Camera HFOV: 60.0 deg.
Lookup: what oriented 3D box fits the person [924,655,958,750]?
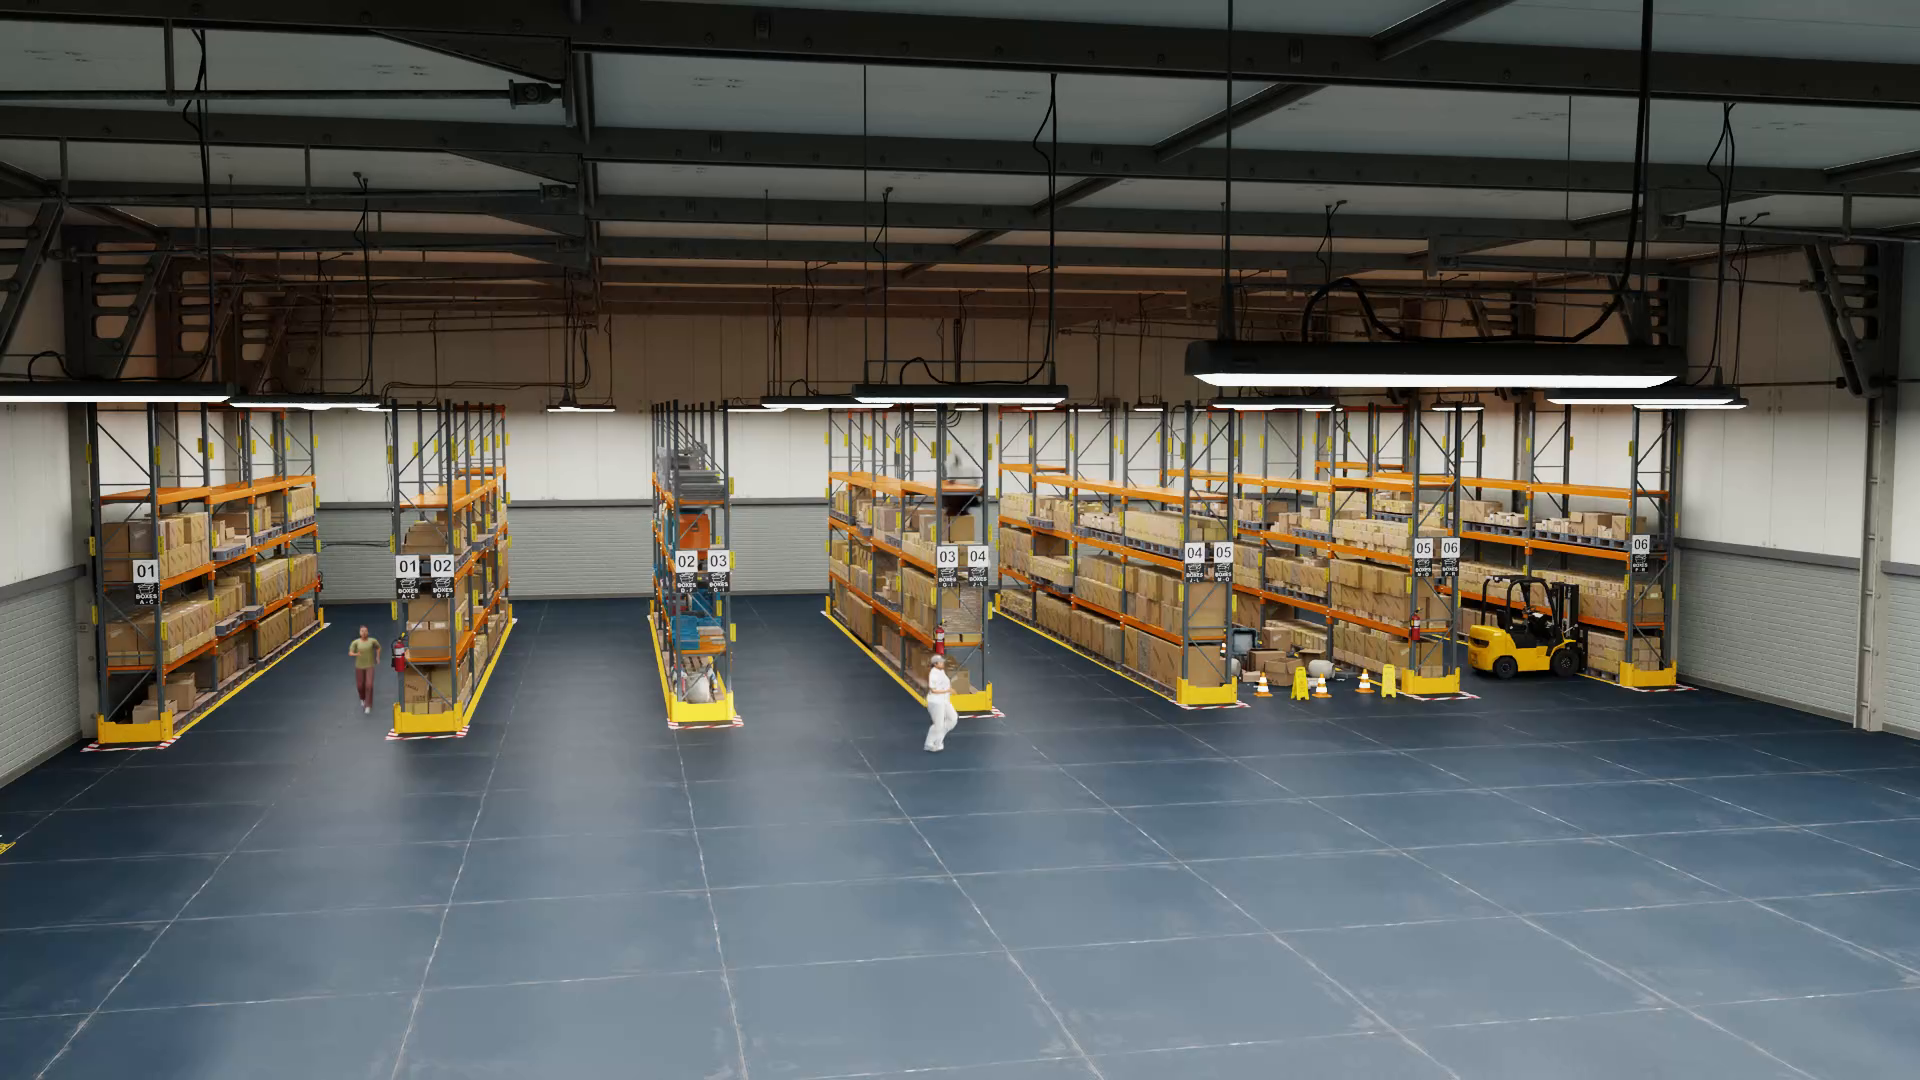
[{"bbox_3d":[-0.309,2.775,28.256,0.603,1.656,0.588,2,5,20],"label":"person"}]

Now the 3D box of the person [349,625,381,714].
[{"bbox_3d":[-11.437,2.456,31.964,0.574,1.653,0.970,-1,4,-16],"label":"person"}]

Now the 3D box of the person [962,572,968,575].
[{"bbox_3d":[0.188,1.353,46.636,0.659,1.717,0.594,-1,4,-8],"label":"person"}]
